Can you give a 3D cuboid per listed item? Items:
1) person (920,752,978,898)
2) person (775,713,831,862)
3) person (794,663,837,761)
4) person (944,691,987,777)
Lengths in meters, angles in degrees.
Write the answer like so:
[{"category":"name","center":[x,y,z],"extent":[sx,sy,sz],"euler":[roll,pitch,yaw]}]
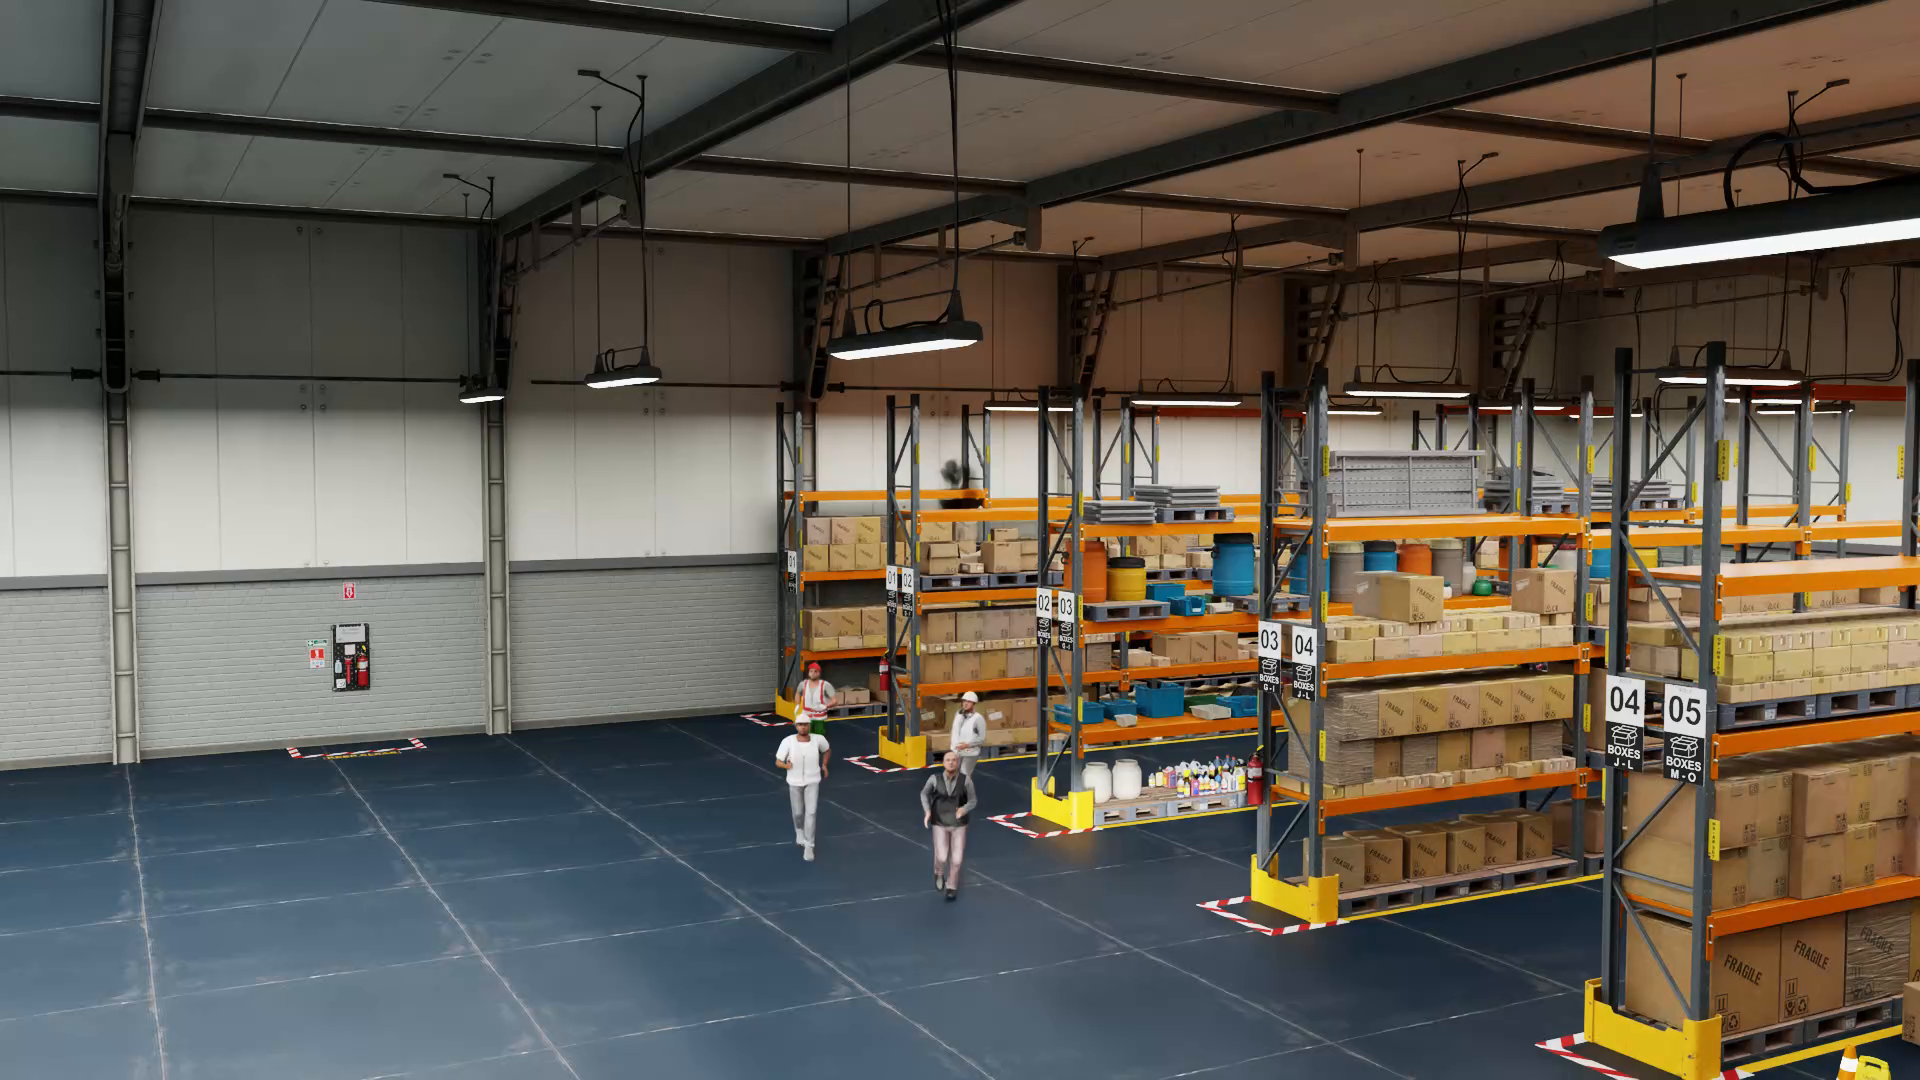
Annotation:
[{"category":"person","center":[-0.119,3.250,18.867],"extent":[0.645,1.677,0.577],"euler":[0,3,-4]},{"category":"person","center":[-1.977,3.067,20.959],"extent":[0.695,1.770,0.962],"euler":[0,3,-5]},{"category":"person","center":[-2.240,2.804,25.850],"extent":[0.669,1.822,0.859],"euler":[0,3,0]},{"category":"person","center":[0.087,2.988,23.410],"extent":[0.667,1.731,0.538],"euler":[2,4,33]}]
